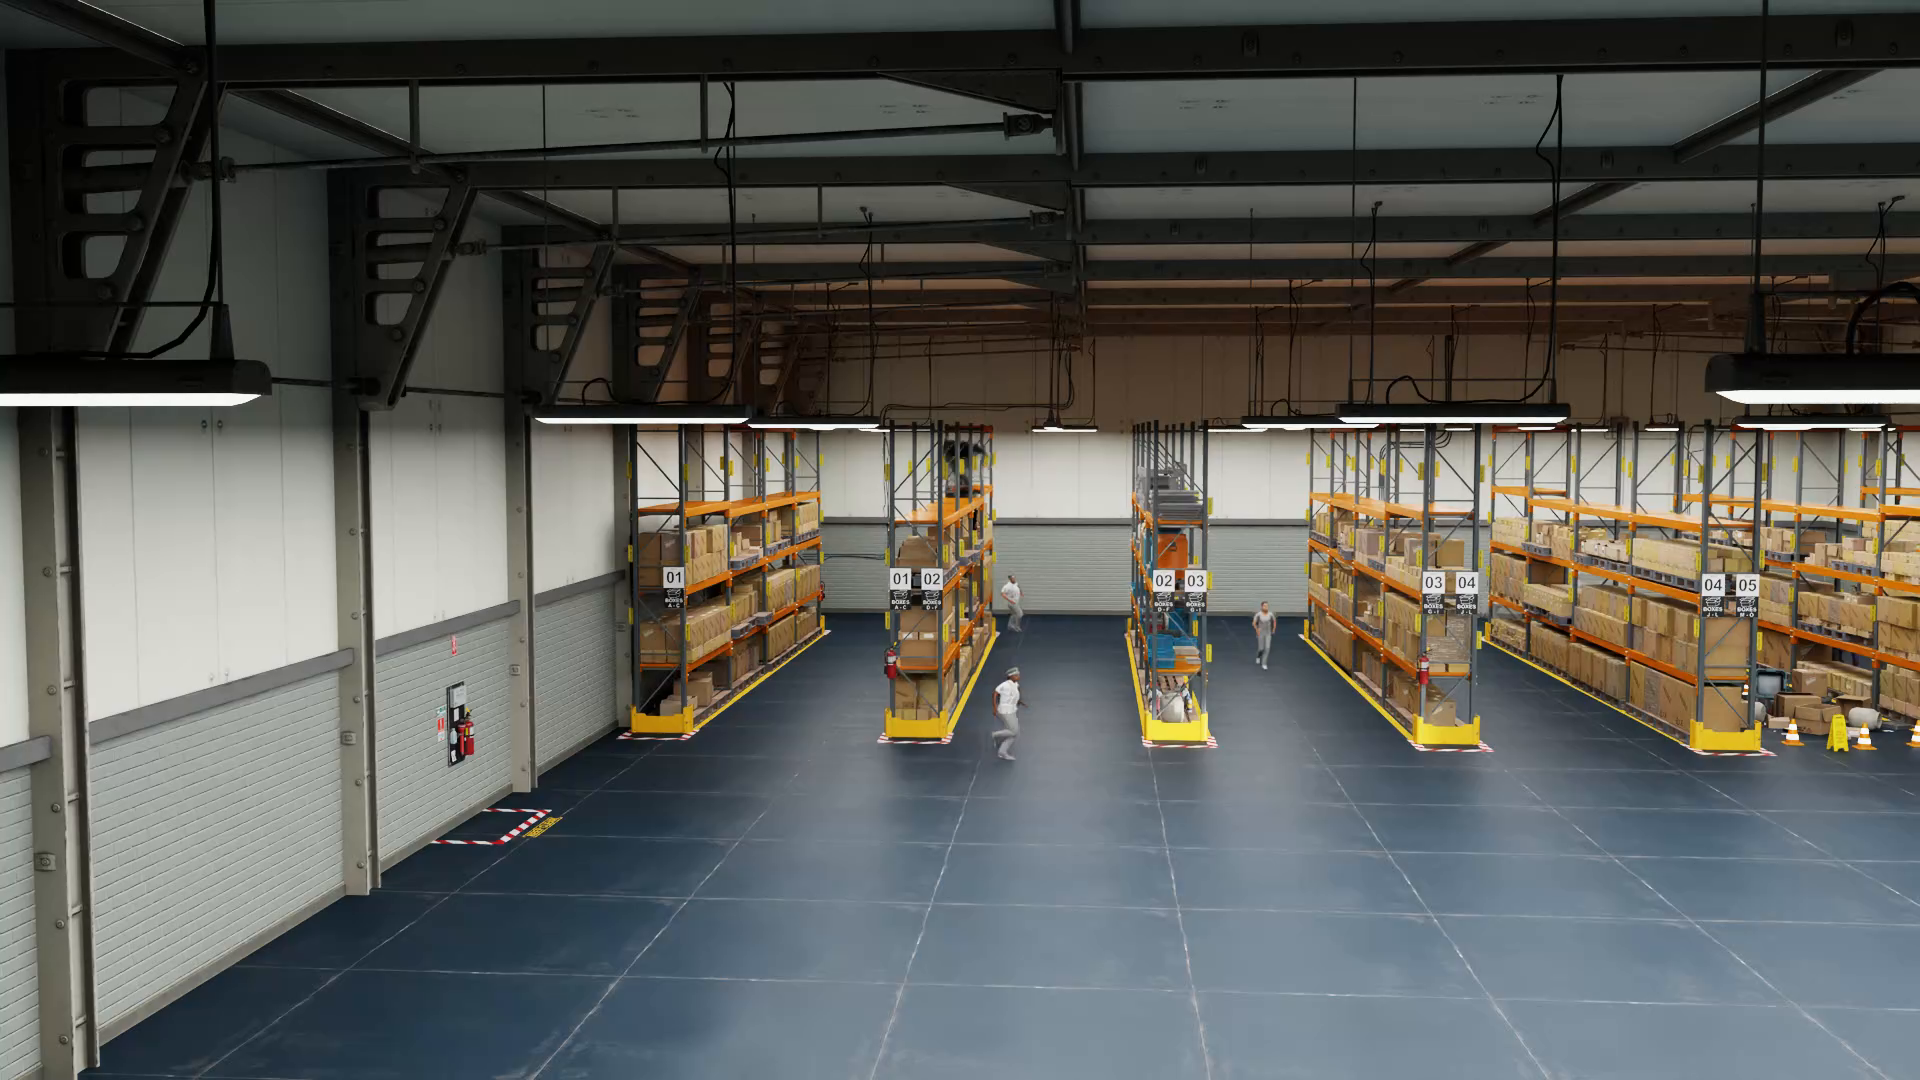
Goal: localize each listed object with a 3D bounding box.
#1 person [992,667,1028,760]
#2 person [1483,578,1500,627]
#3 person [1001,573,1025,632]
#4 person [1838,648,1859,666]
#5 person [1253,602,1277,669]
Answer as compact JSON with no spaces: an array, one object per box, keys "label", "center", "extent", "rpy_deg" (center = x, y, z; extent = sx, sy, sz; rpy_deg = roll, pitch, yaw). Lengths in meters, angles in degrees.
[{"label":"person","center":[0.883,3.060,29.349],"extent":[0.637,1.645,0.616],"rpy_deg":[2,4,29]},{"label":"person","center":[15.317,1.825,47.846],"extent":[0.663,1.753,0.670],"rpy_deg":[-1,4,-17]},{"label":"person","center":[1.577,1.850,48.350],"extent":[0.651,1.791,0.768],"rpy_deg":[2,4,24]},{"label":"person","center":[21.861,2.324,40.984],"extent":[0.616,1.725,0.751],"rpy_deg":[0,4,-1]},{"label":"person","center":[7.492,2.324,40.889],"extent":[0.585,1.647,0.605],"rpy_deg":[0,4,-1]}]
